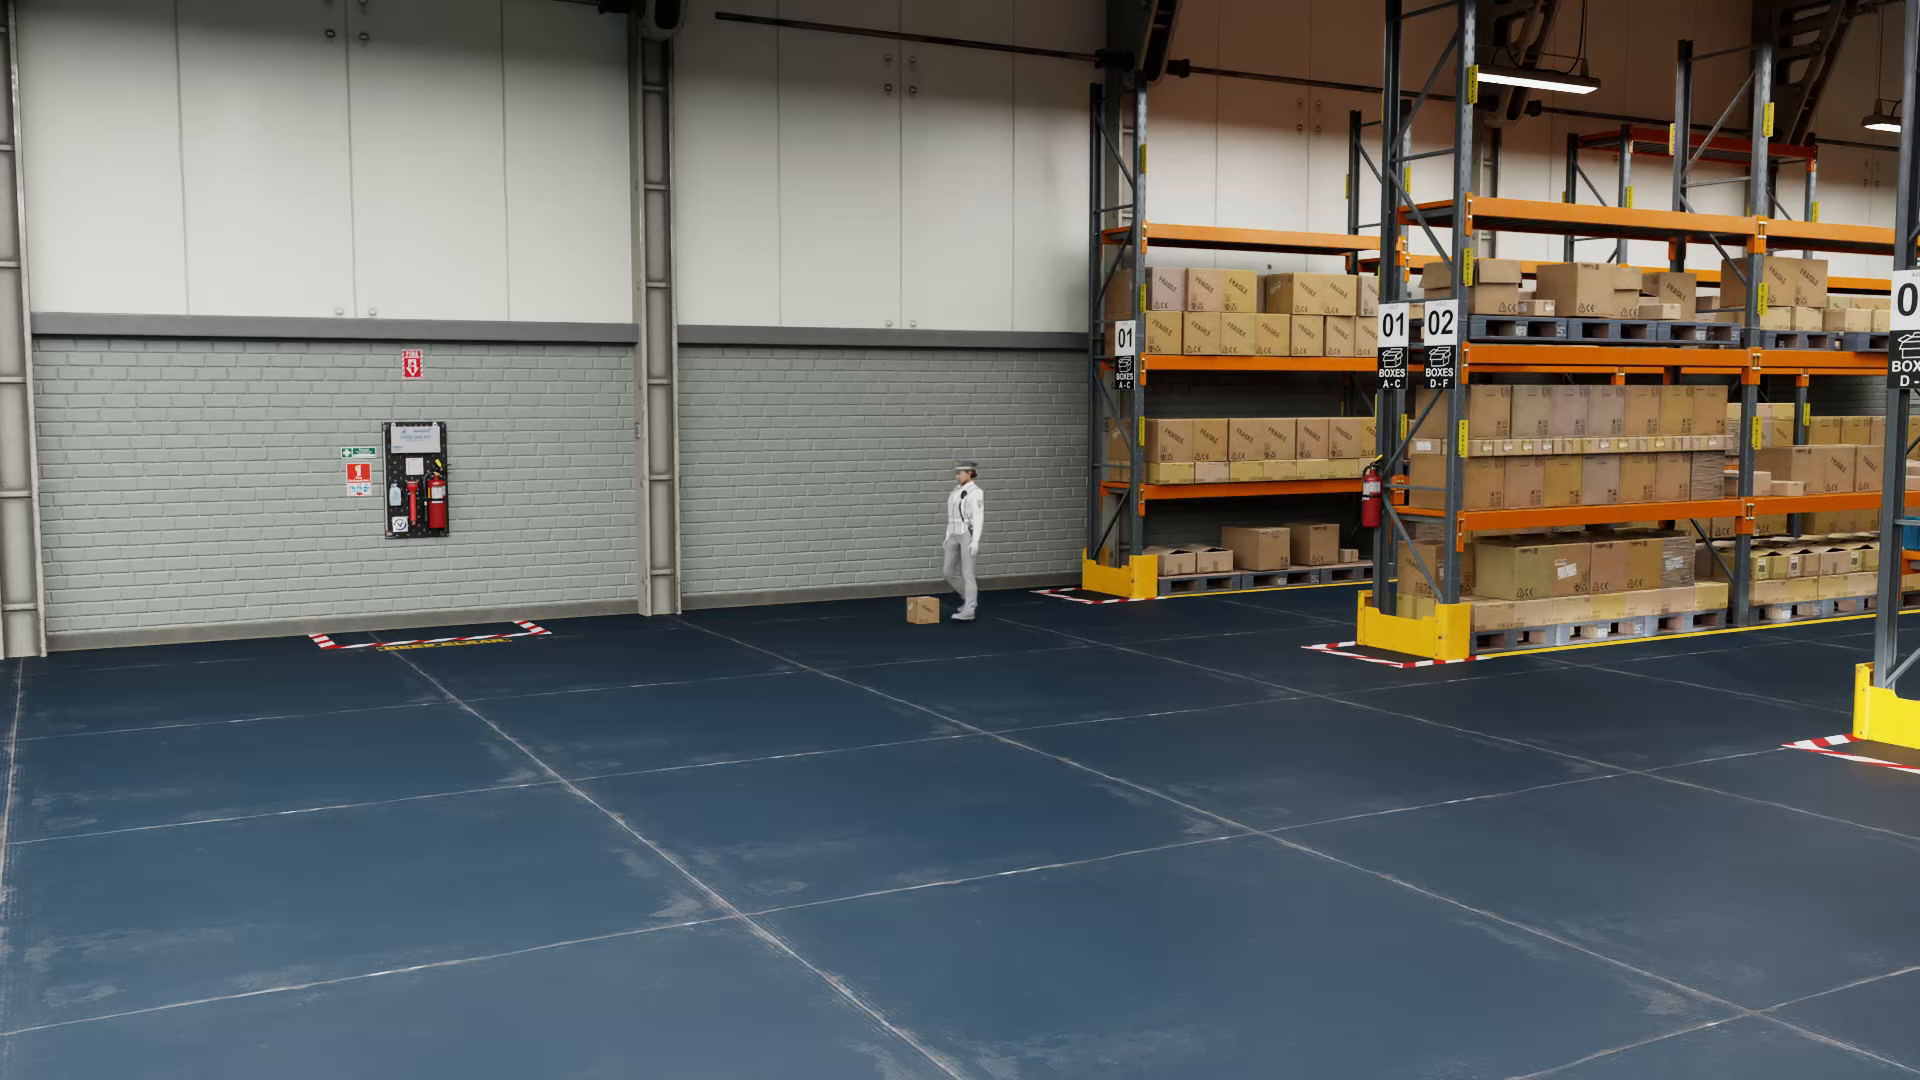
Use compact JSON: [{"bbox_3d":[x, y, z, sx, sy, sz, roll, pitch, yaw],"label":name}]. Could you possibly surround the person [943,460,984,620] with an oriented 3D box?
[{"bbox_3d":[0.041,-0.010,17.416,0.461,1.663,0.503,-4,6,-36],"label":"person"}]
